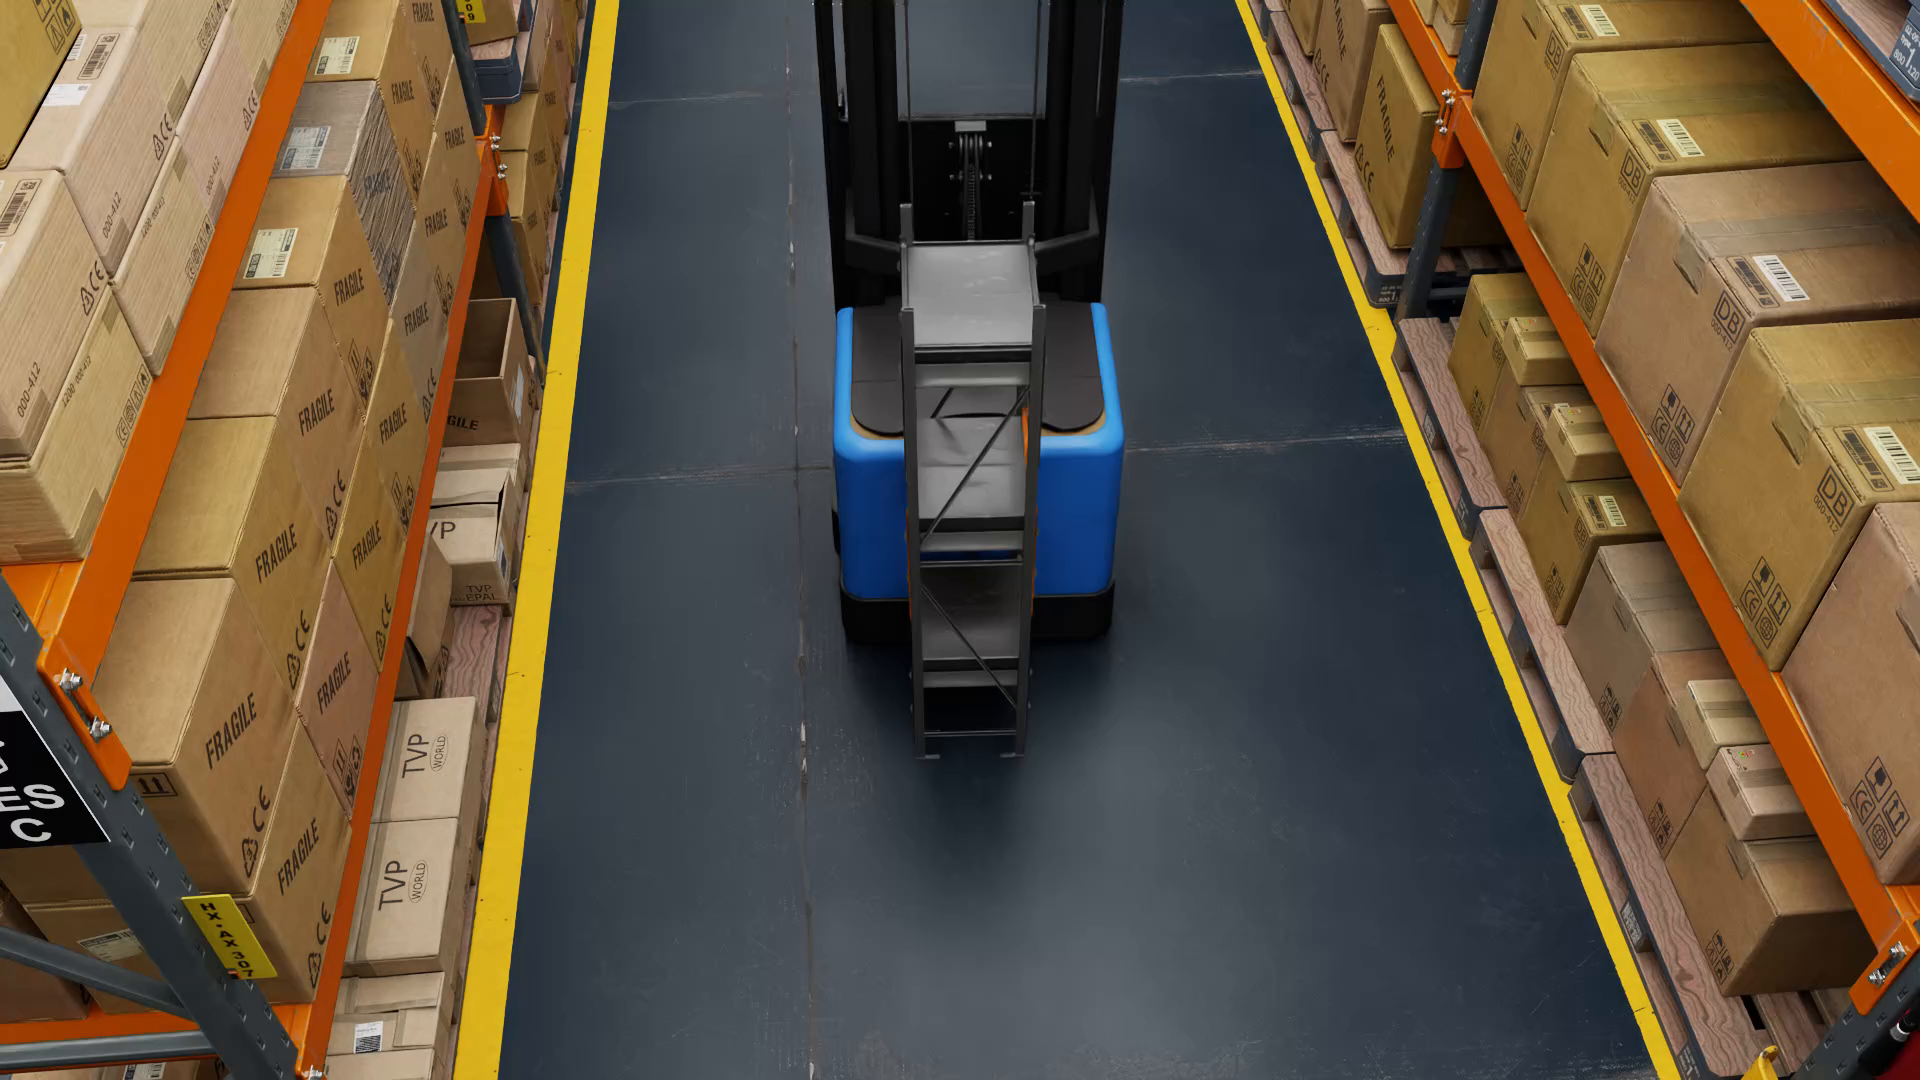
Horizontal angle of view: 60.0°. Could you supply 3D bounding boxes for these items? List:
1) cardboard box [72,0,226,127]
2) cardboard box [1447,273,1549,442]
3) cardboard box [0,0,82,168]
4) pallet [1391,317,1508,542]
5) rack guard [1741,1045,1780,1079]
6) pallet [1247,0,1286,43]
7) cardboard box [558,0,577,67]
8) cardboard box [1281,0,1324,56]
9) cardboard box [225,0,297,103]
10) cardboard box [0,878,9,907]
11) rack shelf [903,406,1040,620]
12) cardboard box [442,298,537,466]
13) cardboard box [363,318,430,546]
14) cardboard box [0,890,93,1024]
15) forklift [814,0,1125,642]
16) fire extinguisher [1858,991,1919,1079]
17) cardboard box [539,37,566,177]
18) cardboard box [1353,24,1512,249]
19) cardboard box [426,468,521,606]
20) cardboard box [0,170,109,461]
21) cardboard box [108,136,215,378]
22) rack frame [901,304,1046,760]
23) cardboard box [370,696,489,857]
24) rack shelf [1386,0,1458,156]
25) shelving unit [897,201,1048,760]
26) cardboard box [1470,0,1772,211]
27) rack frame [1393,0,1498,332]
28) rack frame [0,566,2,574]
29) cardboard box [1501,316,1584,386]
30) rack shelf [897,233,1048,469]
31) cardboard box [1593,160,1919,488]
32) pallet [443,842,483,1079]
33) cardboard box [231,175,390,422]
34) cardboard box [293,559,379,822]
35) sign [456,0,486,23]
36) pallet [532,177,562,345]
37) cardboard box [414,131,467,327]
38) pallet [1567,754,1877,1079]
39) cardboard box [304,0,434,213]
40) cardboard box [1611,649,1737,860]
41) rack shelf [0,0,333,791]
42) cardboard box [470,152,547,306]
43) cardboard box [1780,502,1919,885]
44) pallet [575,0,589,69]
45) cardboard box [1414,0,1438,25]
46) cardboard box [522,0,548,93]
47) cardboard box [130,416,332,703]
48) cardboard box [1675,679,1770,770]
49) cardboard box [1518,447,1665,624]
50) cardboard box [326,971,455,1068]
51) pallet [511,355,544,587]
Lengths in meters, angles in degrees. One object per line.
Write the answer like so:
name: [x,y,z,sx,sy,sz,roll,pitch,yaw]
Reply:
cardboard box: [-1.920,-1.107,3.562,0.500,0.250,0.500,-3,47,-3]
cardboard box: [2.509,-0.779,6.991,0.700,0.500,0.500,-3,47,-3]
cardboard box: [-2.070,-0.991,2.936,0.700,0.500,0.500,-3,47,-3]
pallet: [2.534,-0.528,7.241,1.003,0.211,1.213,-3,47,-3]
rack guard: [2.885,1.729,4.905,1.175,0.500,0.348,-3,47,-3]
pallet: [2.204,-3.402,9.963,1.003,0.211,1.213,-3,47,-3]
cardboard box: [-2.367,-2.887,8.973,0.500,0.500,0.500,-5,47,-5]
cardboard box: [2.211,-3.167,9.011,0.750,0.750,0.750,-4,47,-3]
cardboard box: [-1.963,-1.297,4.086,0.500,0.250,0.500,-3,47,-3]
cardboard box: [-2.364,0.472,3.616,0.500,0.500,0.500,-4,47,-4]
rack shelf: [0.030,-0.089,5.543,0.431,0.518,0.480,-1,47,-1]
cardboard box: [-2.057,-0.635,6.840,0.500,0.500,0.500,-3,47,-3]
cardboard box: [-1.955,-0.314,5.049,0.500,0.500,0.500,-3,47,-3]
cardboard box: [-2.362,0.814,3.981,0.500,0.500,0.500,-2,47,-2]
forklift: [0.022,-1.673,6.452,1.130,2.935,3.031,-1,47,-1]
fire extinguisher: [2.436,1.144,4.047,0.296,0.674,0.183,-3,47,-3]
cardboard box: [-2.276,-2.142,8.268,0.500,0.500,0.500,-3,47,-3]
cardboard box: [2.364,-1.909,7.820,0.750,0.750,0.750,-3,47,-3]
cardboard box: [-1.995,-0.027,6.395,0.500,0.311,0.500,-3,47,-3]
cardboard box: [-1.837,-0.383,2.877,0.500,0.250,0.500,-3,47,-3]
cardboard box: [-1.872,-0.574,3.401,0.500,0.250,0.500,-3,47,-3]
rack frame: [0.038,0.079,5.366,0.400,2.100,0.015,-1,47,-1]
cardboard box: [-1.899,0.816,5.638,0.500,0.250,0.500,-3,47,-3]
rack shelf: [2.381,-3.242,8.386,1.077,0.370,4.000,-3,47,-3]
shelving unit: [0.030,-0.098,5.534,0.431,2.100,0.503,-1,47,-1]
cardboard box: [2.577,-1.752,6.273,0.980,0.700,0.700,-3,47,-3]
rack frame: [2.548,-2.042,6.754,1.000,3.000,0.127,-3,47,-3]
rack frame: [-2.053,-0.907,1.548,1.000,3.000,0.127,-3,47,-3]
cardboard box: [2.355,-0.744,6.510,0.380,0.149,0.250,-2,47,-2]
rack shelf: [0.030,-0.570,5.035,0.431,0.518,0.480,-1,47,-1]
cardboard box: [2.704,-0.697,5.274,0.980,0.700,0.700,-6,47,-5]
pallet: [-2.127,1.483,5.337,1.003,0.211,1.213,-3,47,-3]
cardboard box: [-1.959,-0.667,4.695,0.500,0.500,0.500,-4,47,-4]
cardboard box: [-1.876,0.412,4.362,0.500,0.500,0.500,-4,47,-4]
sign: [-1.848,-2.074,6.189,0.100,0.325,0.005,-3,47,-3]
pallet: [-2.494,-1.365,8.034,1.003,0.211,1.213,-3,47,-3]
cardboard box: [-2.046,-1.053,5.749,0.500,0.500,0.500,-2,47,-2]
pallet: [2.738,1.237,5.569,1.003,0.211,1.213,-3,47,-3]
cardboard box: [-2.042,-1.396,5.385,0.500,0.500,0.500,-4,47,-4]
cardboard box: [2.683,0.705,5.585,0.700,0.500,0.500,-4,47,-3]
rack shelf: [-2.220,-1.075,4.268,1.077,0.370,4.000,-3,47,-3]
cardboard box: [-2.185,-1.395,7.560,0.500,0.500,0.500,-5,47,-5]
cardboard box: [2.830,0.381,4.253,0.980,0.700,0.700,-2,47,-1]
pallet: [-2.698,-3.131,9.706,1.003,0.211,1.213,-3,47,-3]
cardboard box: [2.193,-2.371,7.225,0.380,0.149,0.250,-3,47,-3]
cardboard box: [-2.269,-2.376,7.973,0.500,0.250,0.500,-3,47,-3]
cardboard box: [-1.879,0.063,4.003,0.500,0.500,0.500,-3,47,-3]
cardboard box: [2.510,0.577,5.260,0.380,0.149,0.250,-2,47,-2]
cardboard box: [2.588,-0.044,6.295,0.700,0.500,0.500,-3,47,-2]
cardboard box: [-1.766,1.474,5.073,0.380,0.166,0.250,-3,47,-3]
pallet: [-2.331,-0.282,7.009,1.003,0.211,1.213,-3,47,-3]
